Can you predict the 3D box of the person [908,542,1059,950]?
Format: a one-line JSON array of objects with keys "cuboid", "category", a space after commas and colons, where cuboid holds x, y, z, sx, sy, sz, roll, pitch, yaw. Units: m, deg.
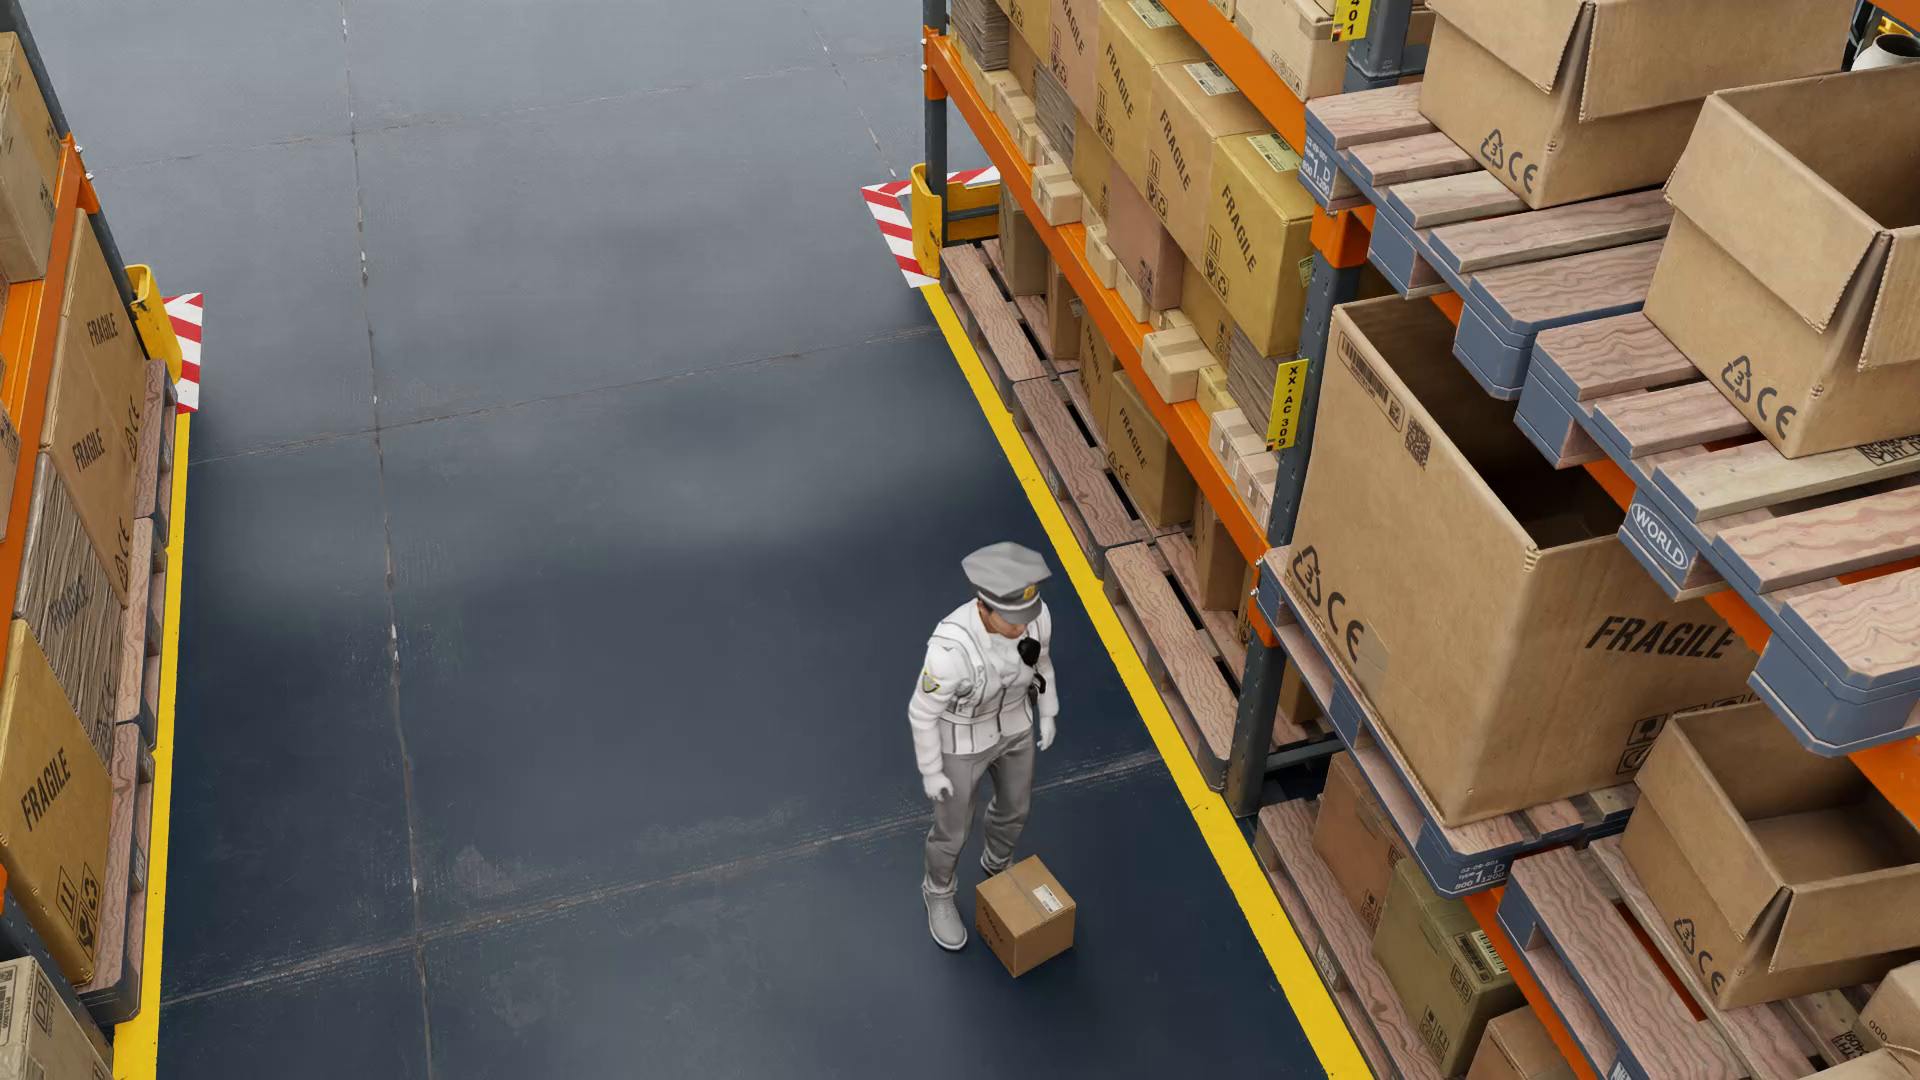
[{"cuboid": [0.090, 0.653, 5.445, 0.538, 1.663, 0.378, -23, 47, -23], "category": "person"}]
